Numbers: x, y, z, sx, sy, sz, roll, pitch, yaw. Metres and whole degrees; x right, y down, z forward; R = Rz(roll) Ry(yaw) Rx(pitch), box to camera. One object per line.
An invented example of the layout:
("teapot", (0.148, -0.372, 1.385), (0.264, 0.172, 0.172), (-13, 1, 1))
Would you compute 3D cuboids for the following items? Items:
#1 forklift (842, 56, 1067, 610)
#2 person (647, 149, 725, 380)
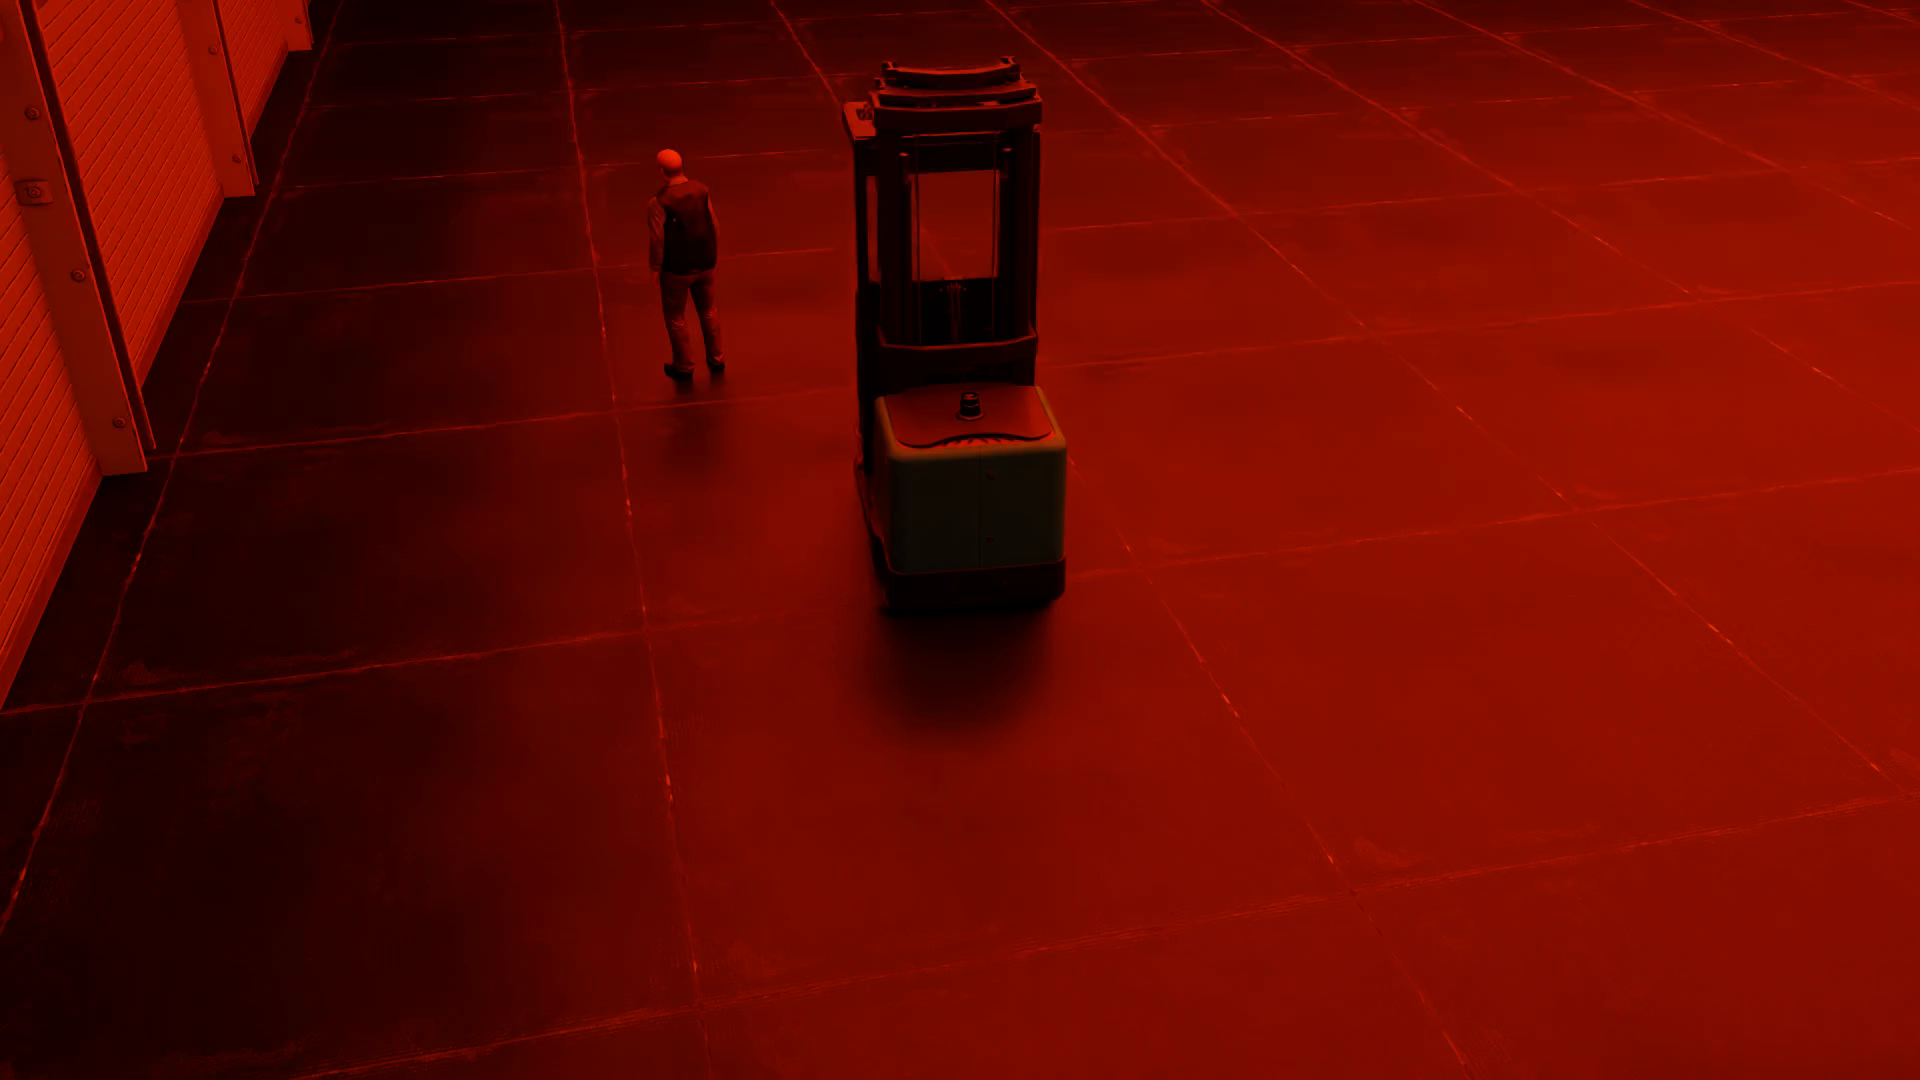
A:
("forklift", (-0.116, -1.582, 10.308), (1.130, 2.935, 3.031), (-4, 30, -8))
("person", (-2.020, -2.023, 12.280), (0.588, 1.720, 0.427), (-23, 37, -34))
